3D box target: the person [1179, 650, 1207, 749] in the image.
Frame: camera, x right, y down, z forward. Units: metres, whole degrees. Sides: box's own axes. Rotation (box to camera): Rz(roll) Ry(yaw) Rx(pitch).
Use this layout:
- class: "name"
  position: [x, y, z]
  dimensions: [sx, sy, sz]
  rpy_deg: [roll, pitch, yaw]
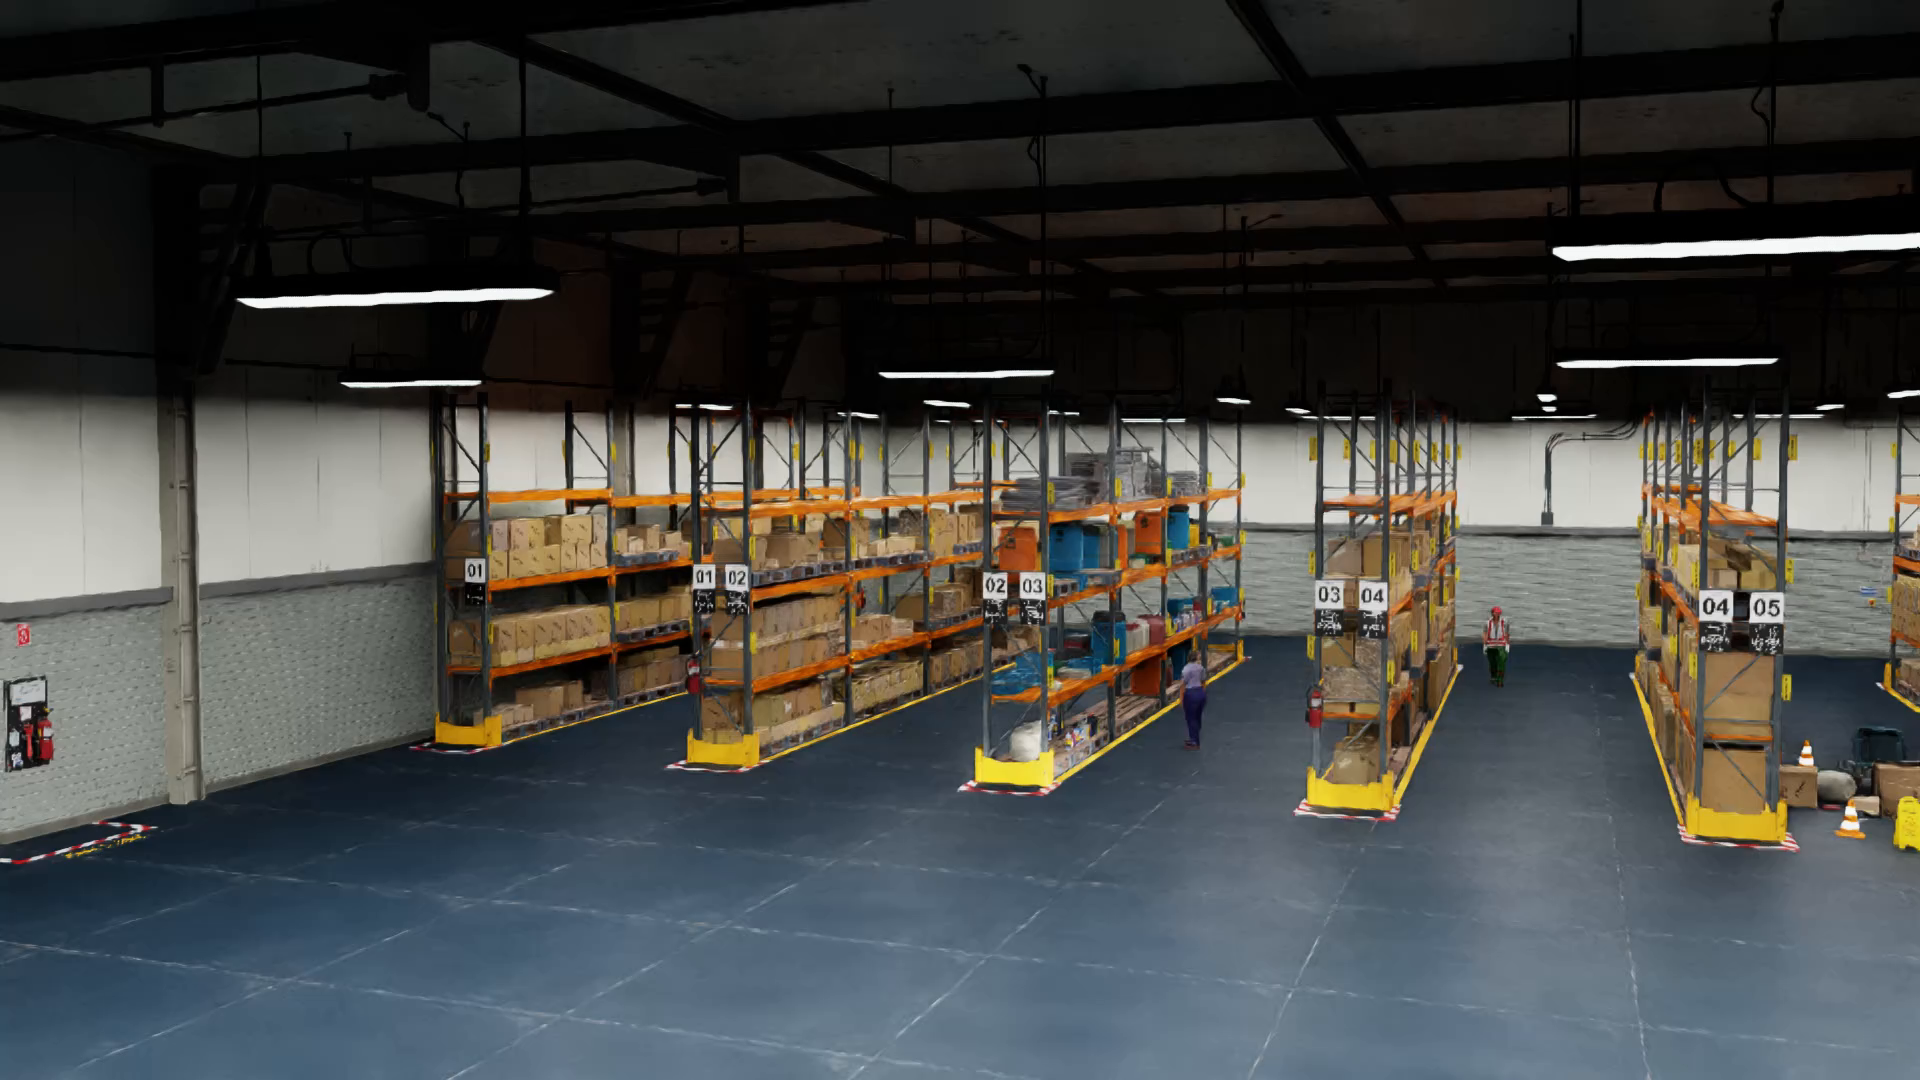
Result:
- class: "person"
  position: [3.910, 2.673, 28.094]
  dimensions: [0.599, 1.642, 0.551]
  rpy_deg: [-3, 4, -41]

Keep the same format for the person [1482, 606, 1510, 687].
- class: "person"
  position: [11.425, 2.245, 35.463]
  dimensions: [0.552, 1.709, 1.123]
  rpy_deg: [1, 3, 22]
